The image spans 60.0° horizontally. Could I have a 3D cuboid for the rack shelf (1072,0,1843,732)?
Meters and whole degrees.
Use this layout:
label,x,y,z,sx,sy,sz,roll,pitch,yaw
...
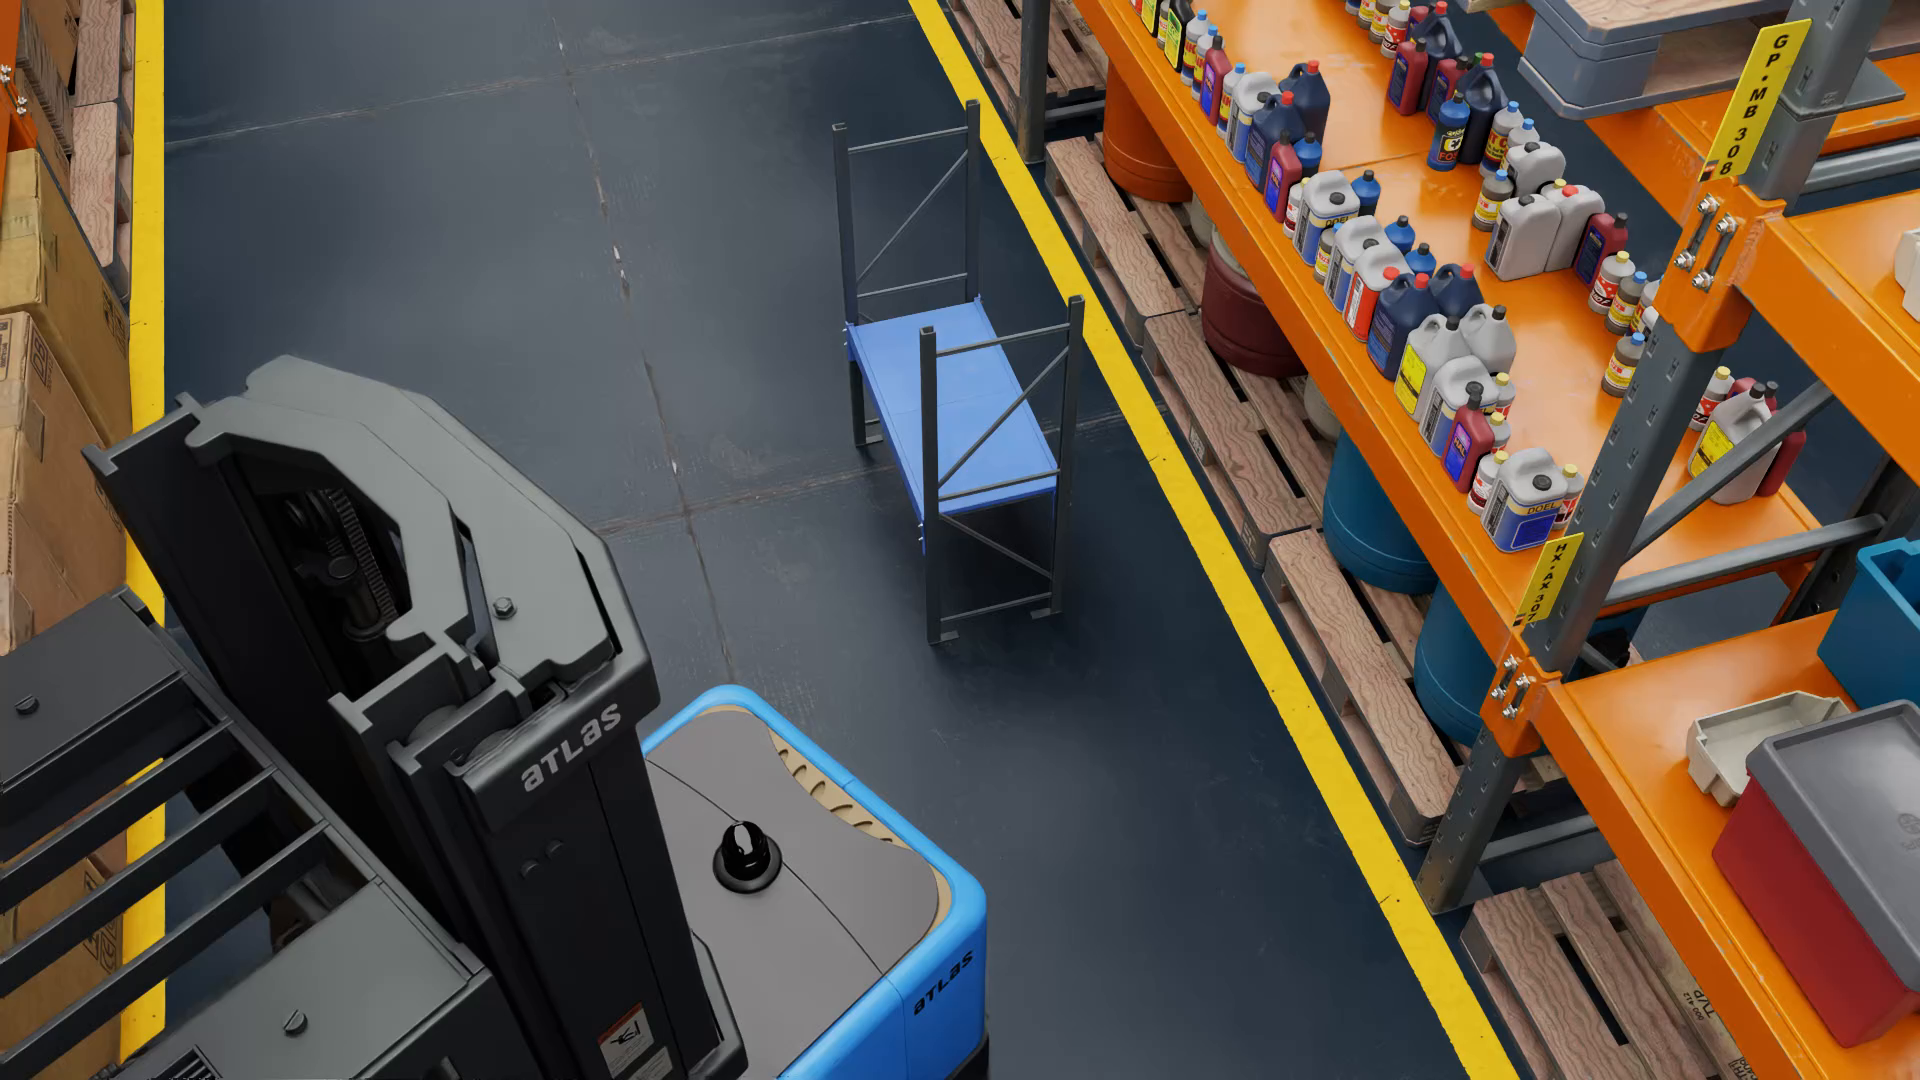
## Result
label,x,y,z,sx,sy,sz,roll,pitch,yaw
rack shelf,1.355,-1.163,5.739,1.077,0.370,4.000,-13,51,-11

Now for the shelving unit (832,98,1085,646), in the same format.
label,x,y,z,sx,sy,sz,roll,pitch,yaw
shelving unit,-0.025,-0.546,5.729,0.538,1.500,1.048,-13,51,-11

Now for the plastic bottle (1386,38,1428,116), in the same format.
label,x,y,z,sx,sy,sz,roll,pitch,yaw
plastic bottle,1.545,-1.617,5.728,0.061,0.283,0.133,-13,51,-11

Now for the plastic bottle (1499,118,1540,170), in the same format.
label,x,y,z,sx,sy,sz,roll,pitch,yaw
plastic bottle,1.823,-1.254,5.429,0.097,0.271,0.097,0,50,0

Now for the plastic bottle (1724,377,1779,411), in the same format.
label,x,y,z,sx,sy,sz,roll,pitch,yaw
plastic bottle,2.206,-0.359,4.667,0.061,0.283,0.133,-13,51,-11

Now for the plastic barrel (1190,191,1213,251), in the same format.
label,x,y,z,sx,sy,sz,roll,pitch,yaw
plastic barrel,1.177,-1.444,6.858,0.421,0.512,0.421,0,50,0

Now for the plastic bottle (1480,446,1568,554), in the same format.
label,x,y,z,sx,sy,sz,roll,pitch,yaw
plastic bottle,1.521,-0.109,4.461,0.152,0.276,0.135,-13,51,-11

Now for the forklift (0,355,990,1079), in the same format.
label,x,y,z,sx,sy,sz,roll,pitch,yaw
forklift,-1.294,1.189,3.330,1.130,2.935,3.031,36,58,26

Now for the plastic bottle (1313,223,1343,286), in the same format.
label,x,y,z,sx,sy,sz,roll,pitch,yaw
plastic bottle,1.163,-0.897,5.174,0.097,0.201,0.097,0,50,0

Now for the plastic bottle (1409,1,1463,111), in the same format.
label,x,y,z,sx,sy,sz,roll,pitch,yaw
plastic bottle,1.636,-1.681,5.737,0.144,0.351,0.185,-13,51,-11

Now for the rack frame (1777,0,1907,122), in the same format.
label,x,y,z,sx,sy,sz,roll,pitch,yaw
rack frame,1.946,-1.868,1.939,1.000,3.000,0.127,-13,51,-11

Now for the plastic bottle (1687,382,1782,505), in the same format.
label,x,y,z,sx,sy,sz,roll,pitch,yaw
plastic bottle,2.140,-0.278,4.555,0.144,0.351,0.185,-13,51,-11

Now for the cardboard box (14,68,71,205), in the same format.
label,x,y,z,sx,sy,sz,roll,pitch,yaw
cardboard box,-4.185,-1.557,6.948,0.700,0.500,0.500,-16,52,-13

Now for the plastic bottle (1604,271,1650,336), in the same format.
label,x,y,z,sx,sy,sz,roll,pitch,yaw
plastic bottle,2.028,-0.724,5.028,0.097,0.201,0.097,0,50,0

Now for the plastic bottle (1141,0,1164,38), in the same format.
label,x,y,z,sx,sy,sz,roll,pitch,yaw
plastic bottle,0.715,-1.983,6.036,0.061,0.283,0.133,-13,51,-11

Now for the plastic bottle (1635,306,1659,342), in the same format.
label,x,y,z,sx,sy,sz,roll,pitch,yaw
plastic bottle,2.065,-0.586,4.863,0.152,0.276,0.135,-13,51,-11

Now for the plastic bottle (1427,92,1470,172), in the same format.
label,x,y,z,sx,sy,sz,roll,pitch,yaw
plastic bottle,1.627,-1.363,5.522,0.097,0.271,0.097,0,50,0

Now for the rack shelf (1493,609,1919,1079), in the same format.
label,x,y,z,sx,sy,sz,roll,pitch,yaw
rack shelf,2.538,1.758,3.276,1.077,0.370,4.000,-13,51,-11

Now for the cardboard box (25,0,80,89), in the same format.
label,x,y,z,sx,sy,sz,roll,pitch,yaw
cardboard box,-4.536,-2.372,7.635,0.700,0.500,0.500,-9,51,-8

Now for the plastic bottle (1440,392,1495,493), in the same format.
label,x,y,z,sx,sy,sz,roll,pitch,yaw
plastic bottle,1.409,-0.270,4.592,0.061,0.283,0.133,-13,51,-11

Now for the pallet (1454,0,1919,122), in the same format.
label,x,y,z,sx,sy,sz,roll,pitch,yaw
pallet,1.621,-1.391,3.622,1.213,0.211,1.003,-13,51,-11

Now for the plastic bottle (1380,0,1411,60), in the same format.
label,x,y,z,sx,sy,sz,roll,pitch,yaw
plastic bottle,1.577,-1.838,5.968,0.097,0.201,0.097,0,50,0

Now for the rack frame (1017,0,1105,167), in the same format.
label,x,y,z,sx,sy,sz,roll,pitch,yaw
rack frame,0.763,-2.856,6.696,1.000,3.000,0.127,-13,51,-11

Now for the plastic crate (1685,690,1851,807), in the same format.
label,x,y,z,sx,sy,sz,roll,pitch,yaw
plastic crate,1.947,0.503,3.997,0.396,0.136,0.243,-13,51,-11

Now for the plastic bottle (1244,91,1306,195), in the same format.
label,x,y,z,sx,sy,sz,roll,pitch,yaw
plastic bottle,1.036,-1.320,5.434,0.144,0.351,0.185,-13,51,-11

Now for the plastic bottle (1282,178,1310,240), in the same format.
label,x,y,z,sx,sy,sz,roll,pitch,yaw
plastic bottle,1.095,-1.067,5.317,0.097,0.201,0.097,0,50,0

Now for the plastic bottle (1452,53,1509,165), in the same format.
label,x,y,z,sx,sy,sz,roll,pitch,yaw
plastic bottle,1.730,-1.448,5.541,0.144,0.351,0.185,-13,51,-11

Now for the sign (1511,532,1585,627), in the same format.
label,x,y,z,sx,sy,sz,roll,pitch,yaw
sign,1.420,0.099,4.023,0.100,0.325,0.005,-13,51,-11

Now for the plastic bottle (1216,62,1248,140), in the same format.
label,x,y,z,sx,sy,sz,roll,pitch,yaw
plastic bottle,0.932,-1.491,5.629,0.097,0.271,0.097,0,50,0

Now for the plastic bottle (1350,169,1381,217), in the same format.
label,x,y,z,sx,sy,sz,roll,pitch,yaw
plastic bottle,1.269,-1.052,5.259,0.097,0.271,0.097,0,50,0

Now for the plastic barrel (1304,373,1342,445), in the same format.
label,x,y,z,sx,sy,sz,roll,pitch,yaw
plastic barrel,1.510,-0.619,6.162,0.421,0.512,0.421,0,50,0

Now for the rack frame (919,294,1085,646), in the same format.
label,x,y,z,sx,sy,sz,roll,pitch,yaw
rack frame,0.125,-0.174,5.416,0.500,1.500,0.032,-13,51,-11

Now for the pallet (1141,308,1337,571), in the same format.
label,x,y,z,sx,sy,sz,roll,pitch,yaw
pallet,1.393,-0.501,6.535,1.003,0.211,1.213,-13,51,-11

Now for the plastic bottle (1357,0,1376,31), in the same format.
label,x,y,z,sx,sy,sz,roll,pitch,yaw
plastic bottle,1.519,-1.980,6.088,0.097,0.201,0.097,0,50,0

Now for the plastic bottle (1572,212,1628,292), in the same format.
label,x,y,z,sx,sy,sz,roll,pitch,yaw
plastic bottle,1.983,-0.910,5.131,0.061,0.283,0.133,-13,51,-11

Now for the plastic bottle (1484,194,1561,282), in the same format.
label,x,y,z,sx,sy,sz,roll,pitch,yaw
plastic bottle,1.754,-0.961,5.179,0.152,0.276,0.135,-13,51,-11

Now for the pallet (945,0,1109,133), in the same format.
label,x,y,z,sx,sy,sz,roll,pitch,yaw
pallet,0.571,-2.532,8.246,1.003,0.211,1.213,-13,51,-11

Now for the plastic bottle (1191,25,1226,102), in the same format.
label,x,y,z,sx,sy,sz,roll,pitch,yaw
plastic bottle,0.864,-1.659,5.771,0.097,0.271,0.097,0,50,0

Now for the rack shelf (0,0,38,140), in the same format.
label,x,y,z,sx,sy,sz,roll,pitch,yaw
rack shelf,-4.560,-2.965,7.258,1.077,0.370,4.000,-13,51,-11

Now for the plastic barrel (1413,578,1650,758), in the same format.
label,x,y,z,sx,sy,sz,roll,pitch,yaw
plastic barrel,1.801,0.205,5.213,0.600,0.901,0.708,-13,51,-11

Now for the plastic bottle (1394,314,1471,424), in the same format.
label,x,y,z,sx,sy,sz,roll,pitch,yaw
plastic bottle,1.362,-0.516,4.755,0.144,0.351,0.185,-13,51,-11

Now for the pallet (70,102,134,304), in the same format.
label,x,y,z,sx,sy,sz,roll,pitch,yaw
pallet,-4.198,-1.408,7.299,1.003,0.211,1.213,-13,51,-11

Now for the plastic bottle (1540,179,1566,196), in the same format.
label,x,y,z,sx,sy,sz,roll,pitch,yaw
plastic bottle,1.891,-1.062,5.313,0.097,0.201,0.097,0,50,0

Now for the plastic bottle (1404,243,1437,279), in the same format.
label,x,y,z,sx,sy,sz,roll,pitch,yaw
plastic bottle,1.377,-0.785,5.034,0.097,0.271,0.097,0,50,0

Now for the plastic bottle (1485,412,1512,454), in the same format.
label,x,y,z,sx,sy,sz,roll,pitch,yaw
plastic bottle,1.479,-0.275,4.650,0.097,0.201,0.097,0,50,0

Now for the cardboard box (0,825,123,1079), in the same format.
label,x,y,z,sx,sy,sz,roll,pitch,yaw
cardboard box,-2.994,1.272,4.331,1.225,0.875,0.875,-13,51,-11

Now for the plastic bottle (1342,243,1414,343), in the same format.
label,x,y,z,sx,sy,sz,roll,pitch,yaw
plastic bottle,1.264,-0.744,4.997,0.152,0.276,0.135,-13,51,-11

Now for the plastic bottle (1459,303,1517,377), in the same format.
label,x,y,z,sx,sy,sz,roll,pitch,yaw
plastic bottle,1.499,-0.549,4.783,0.144,0.351,0.185,-13,51,-11

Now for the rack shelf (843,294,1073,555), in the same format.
label,x,y,z,sx,sy,sz,roll,pitch,yaw
rack shelf,-0.025,-0.430,5.867,0.538,0.185,1.000,-13,51,-11

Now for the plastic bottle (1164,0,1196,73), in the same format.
label,x,y,z,sx,sy,sz,roll,pitch,yaw
plastic bottle,0.783,-1.815,5.894,0.061,0.283,0.133,-13,51,-11

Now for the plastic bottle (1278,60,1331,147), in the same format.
label,x,y,z,sx,sy,sz,roll,pitch,yaw
plastic bottle,1.141,-1.453,5.545,0.144,0.351,0.185,-13,51,-11

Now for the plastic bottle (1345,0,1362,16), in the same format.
label,x,y,z,sx,sy,sz,roll,pitch,yaw
plastic bottle,1.490,-2.074,6.121,0.097,0.271,0.097,0,50,0

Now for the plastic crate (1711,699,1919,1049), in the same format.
label,x,y,z,sx,sy,sz,roll,pitch,yaw
plastic crate,1.971,0.734,3.588,0.402,0.464,0.583,-13,51,-11

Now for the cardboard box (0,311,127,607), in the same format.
label,x,y,z,sx,sy,sz,roll,pitch,yaw
cardboard box,-3.528,-0.025,5.424,1.225,0.875,0.875,-13,51,-11
